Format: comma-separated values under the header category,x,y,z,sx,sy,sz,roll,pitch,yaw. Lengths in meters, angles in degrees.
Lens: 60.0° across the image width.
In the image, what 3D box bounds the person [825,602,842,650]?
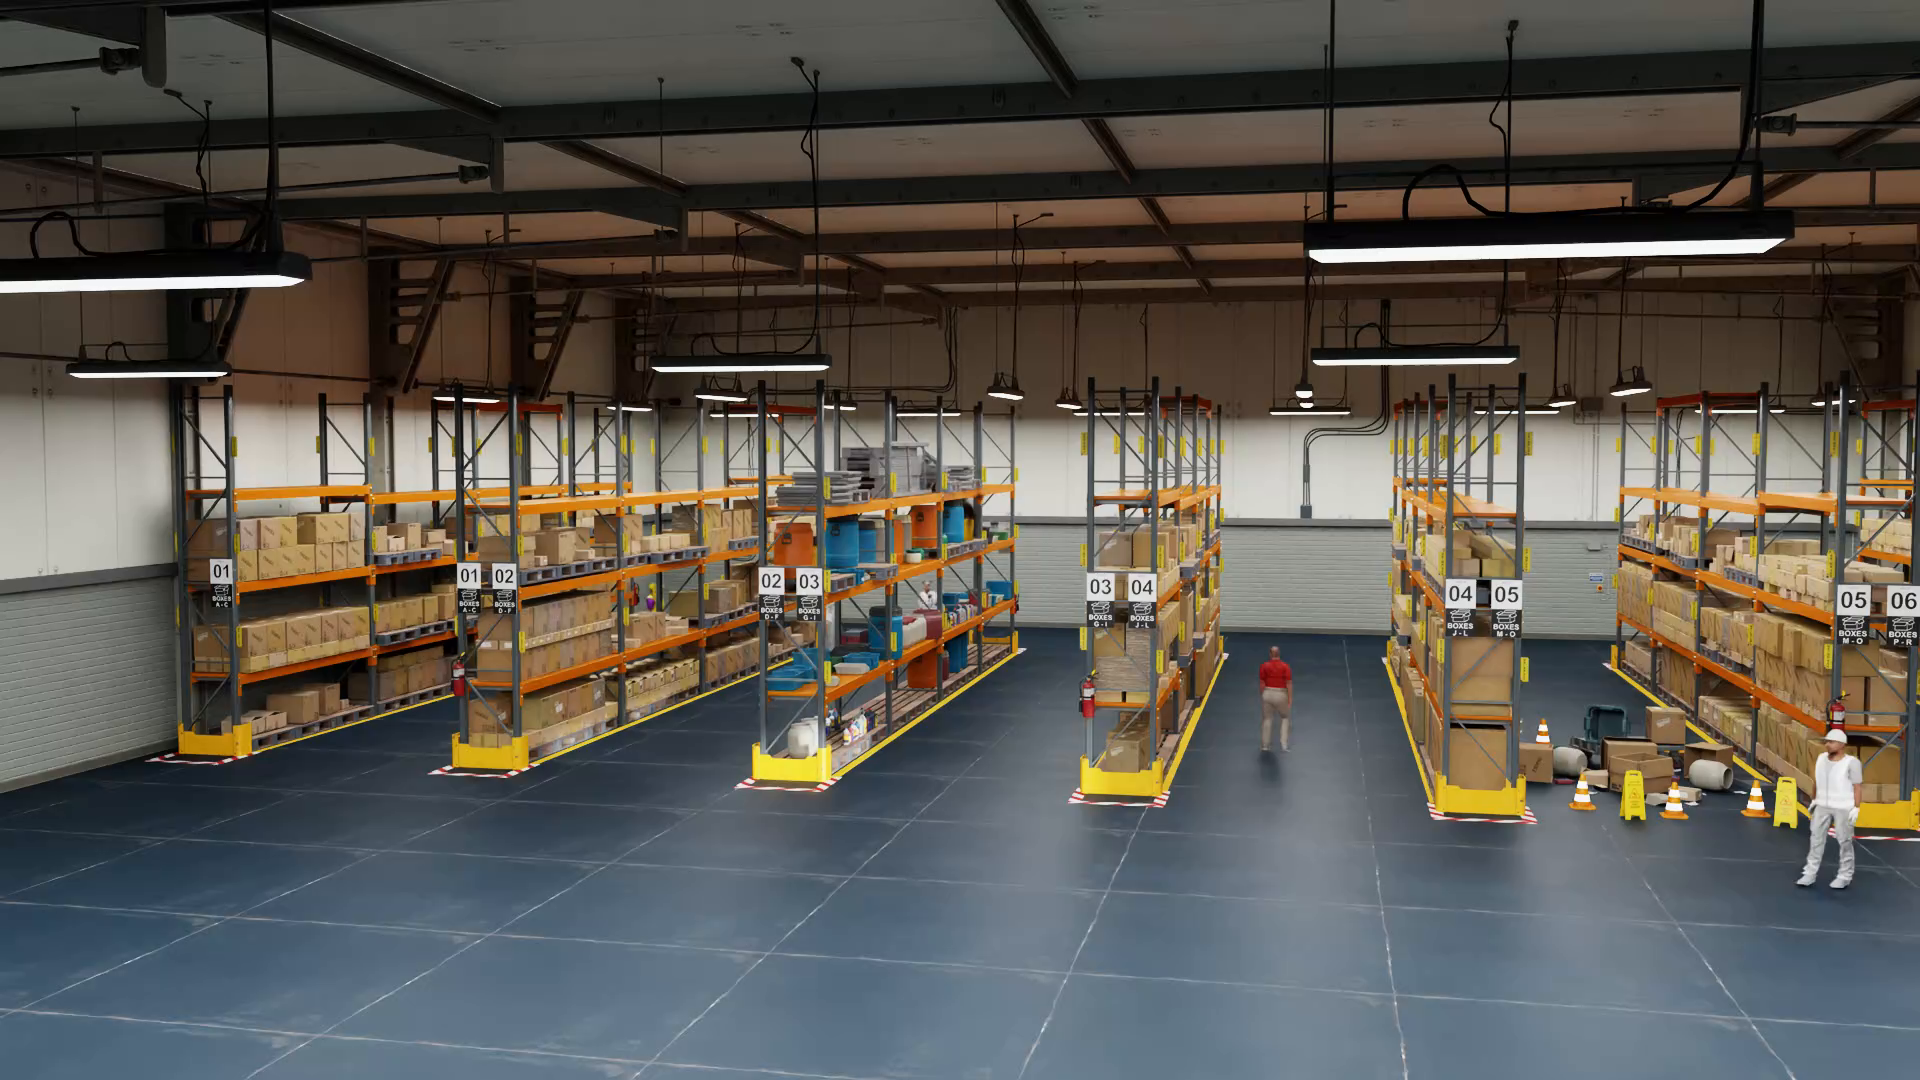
category,x,y,z,sx,sy,sz,roll,pitch,yaw
person,-2.915,1.897,38.020,0.495,1.666,0.509,1,3,15

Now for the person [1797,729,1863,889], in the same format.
category,x,y,z,sx,sy,sz,roll,pitch,yaw
person,9.867,3.050,18.872,0.552,1.799,0.575,-2,4,-30

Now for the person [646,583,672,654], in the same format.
category,x,y,z,sx,sy,sz,roll,pitch,yaw
person,-7.269,1.897,40.261,0.677,1.731,0.607,0,3,2

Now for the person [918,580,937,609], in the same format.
category,x,y,z,sx,sy,sz,roll,pitch,yaw
person,-0.858,1.833,40.727,0.673,1.718,1.009,2,4,36

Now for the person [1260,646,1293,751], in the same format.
category,x,y,z,sx,sy,sz,roll,pitch,yaw
person,5.204,2.647,27.327,0.586,1.811,0.573,3,4,38
